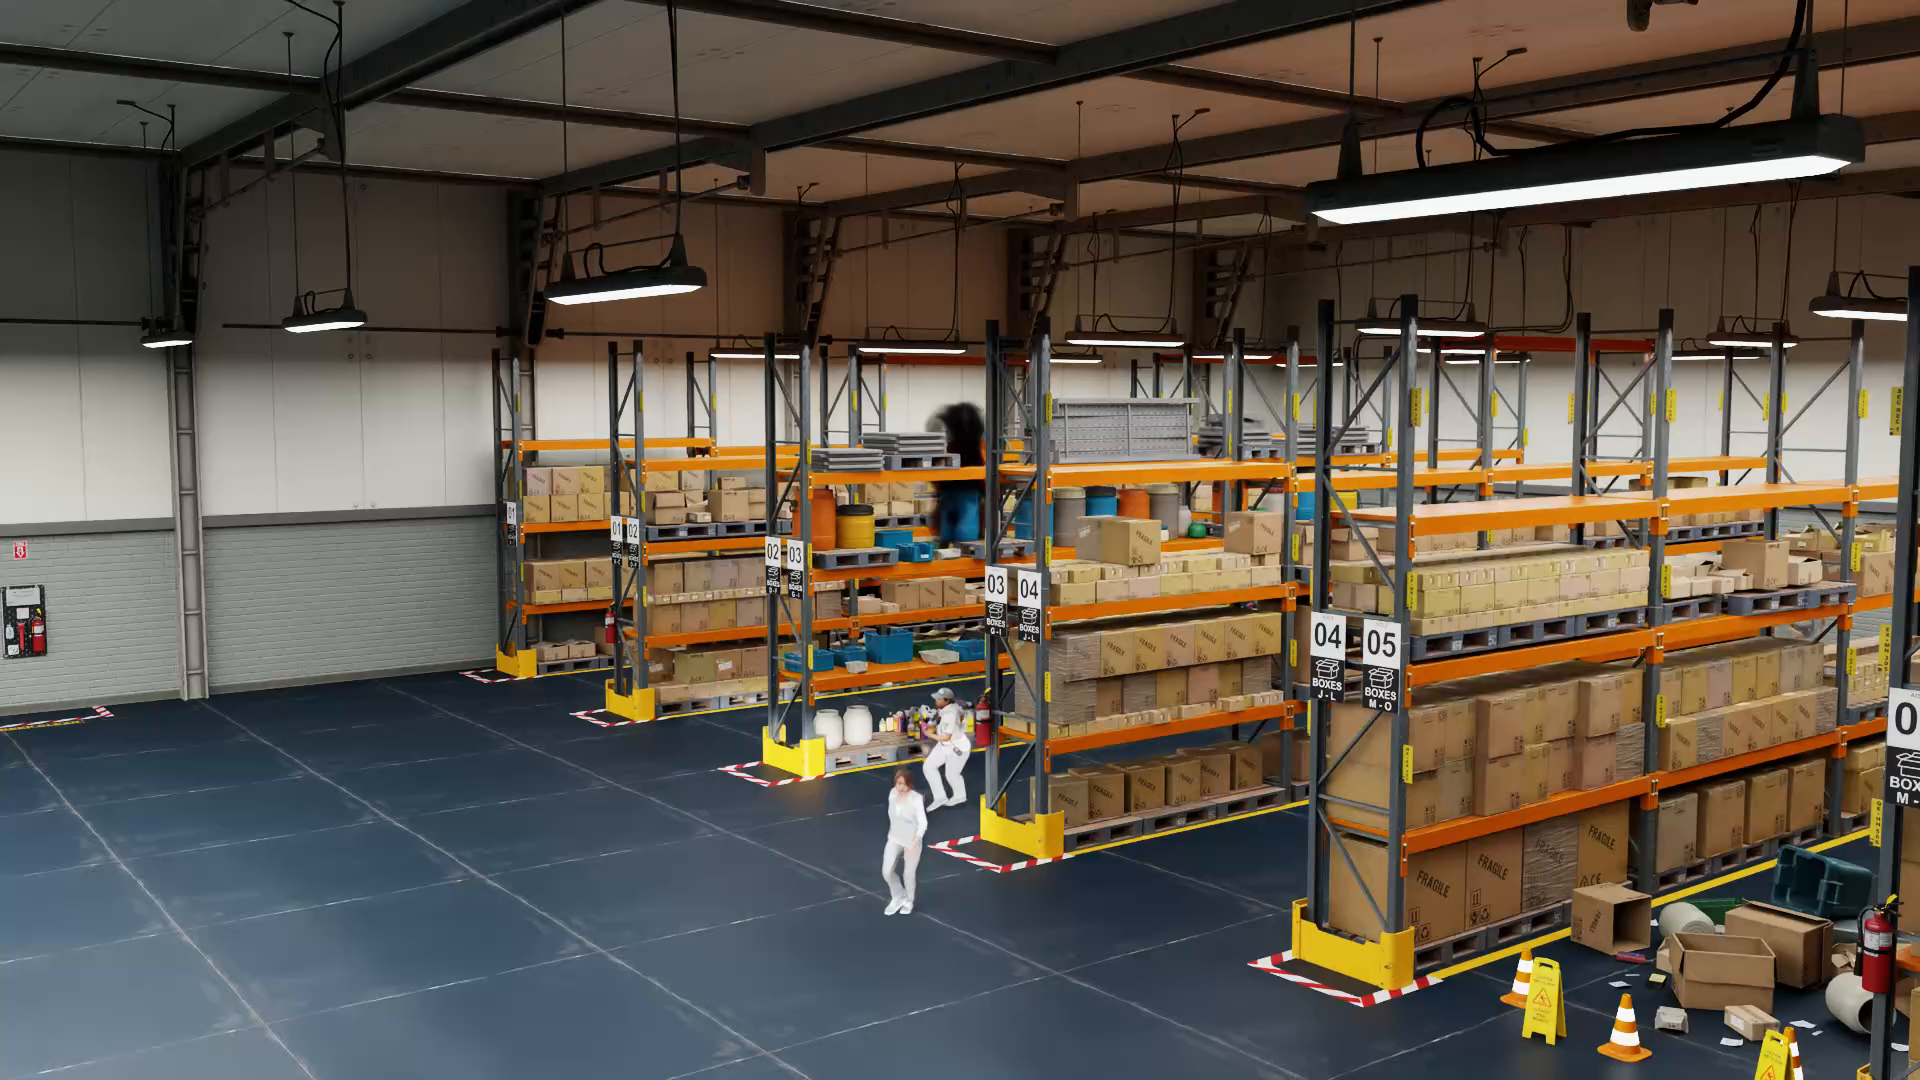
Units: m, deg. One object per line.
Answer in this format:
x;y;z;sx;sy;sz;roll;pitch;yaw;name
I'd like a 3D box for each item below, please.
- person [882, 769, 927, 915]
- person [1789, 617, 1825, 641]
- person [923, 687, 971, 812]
-0.513;2.969;16.258;0.476;1.522;0.748;1;5;17;person
15.157;1.804;29.802;0.586;1.501;0.787;2;5;20;person
-0.144;2.570;20.484;0.662;1.560;0.725;-2;5;-23;person
